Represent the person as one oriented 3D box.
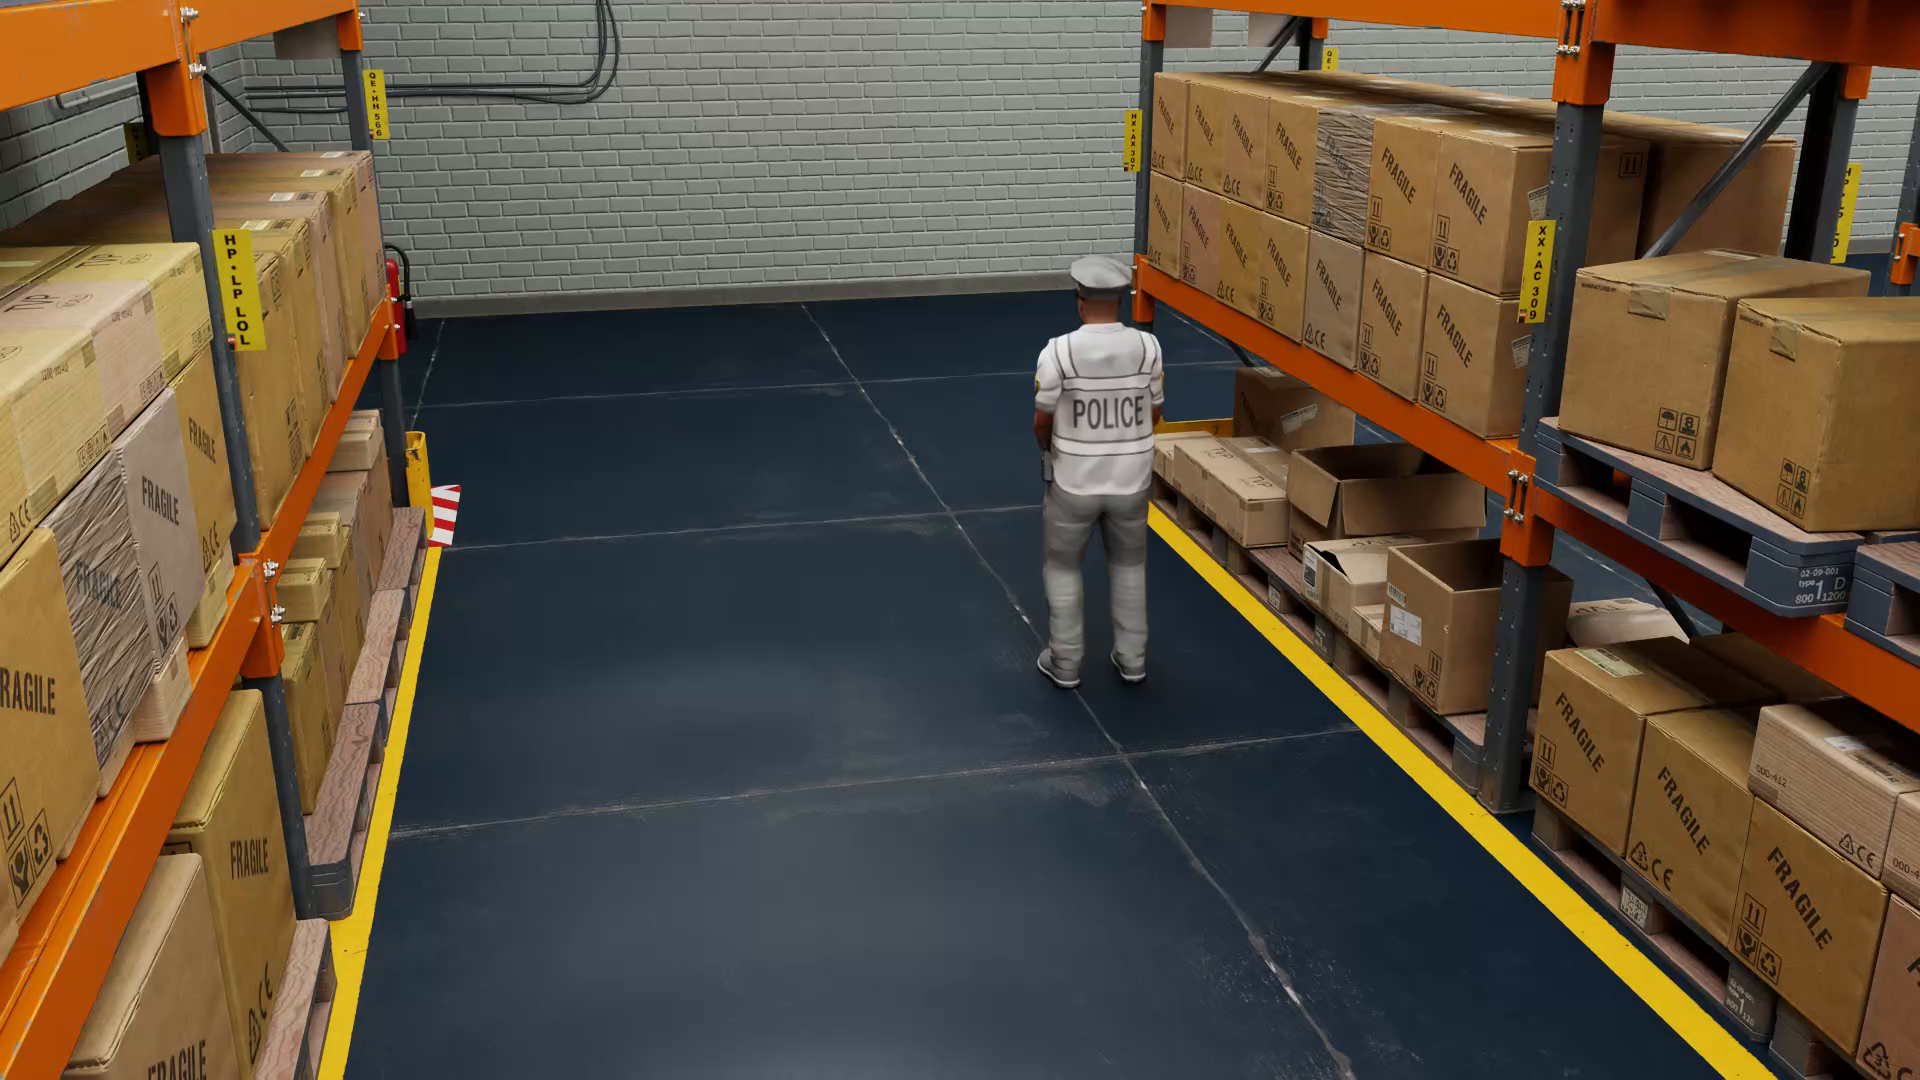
[{"bbox_3d":[0.543,-0.273,6.792,0.530,1.772,0.513,-4,20,-10],"label":"person"}]
